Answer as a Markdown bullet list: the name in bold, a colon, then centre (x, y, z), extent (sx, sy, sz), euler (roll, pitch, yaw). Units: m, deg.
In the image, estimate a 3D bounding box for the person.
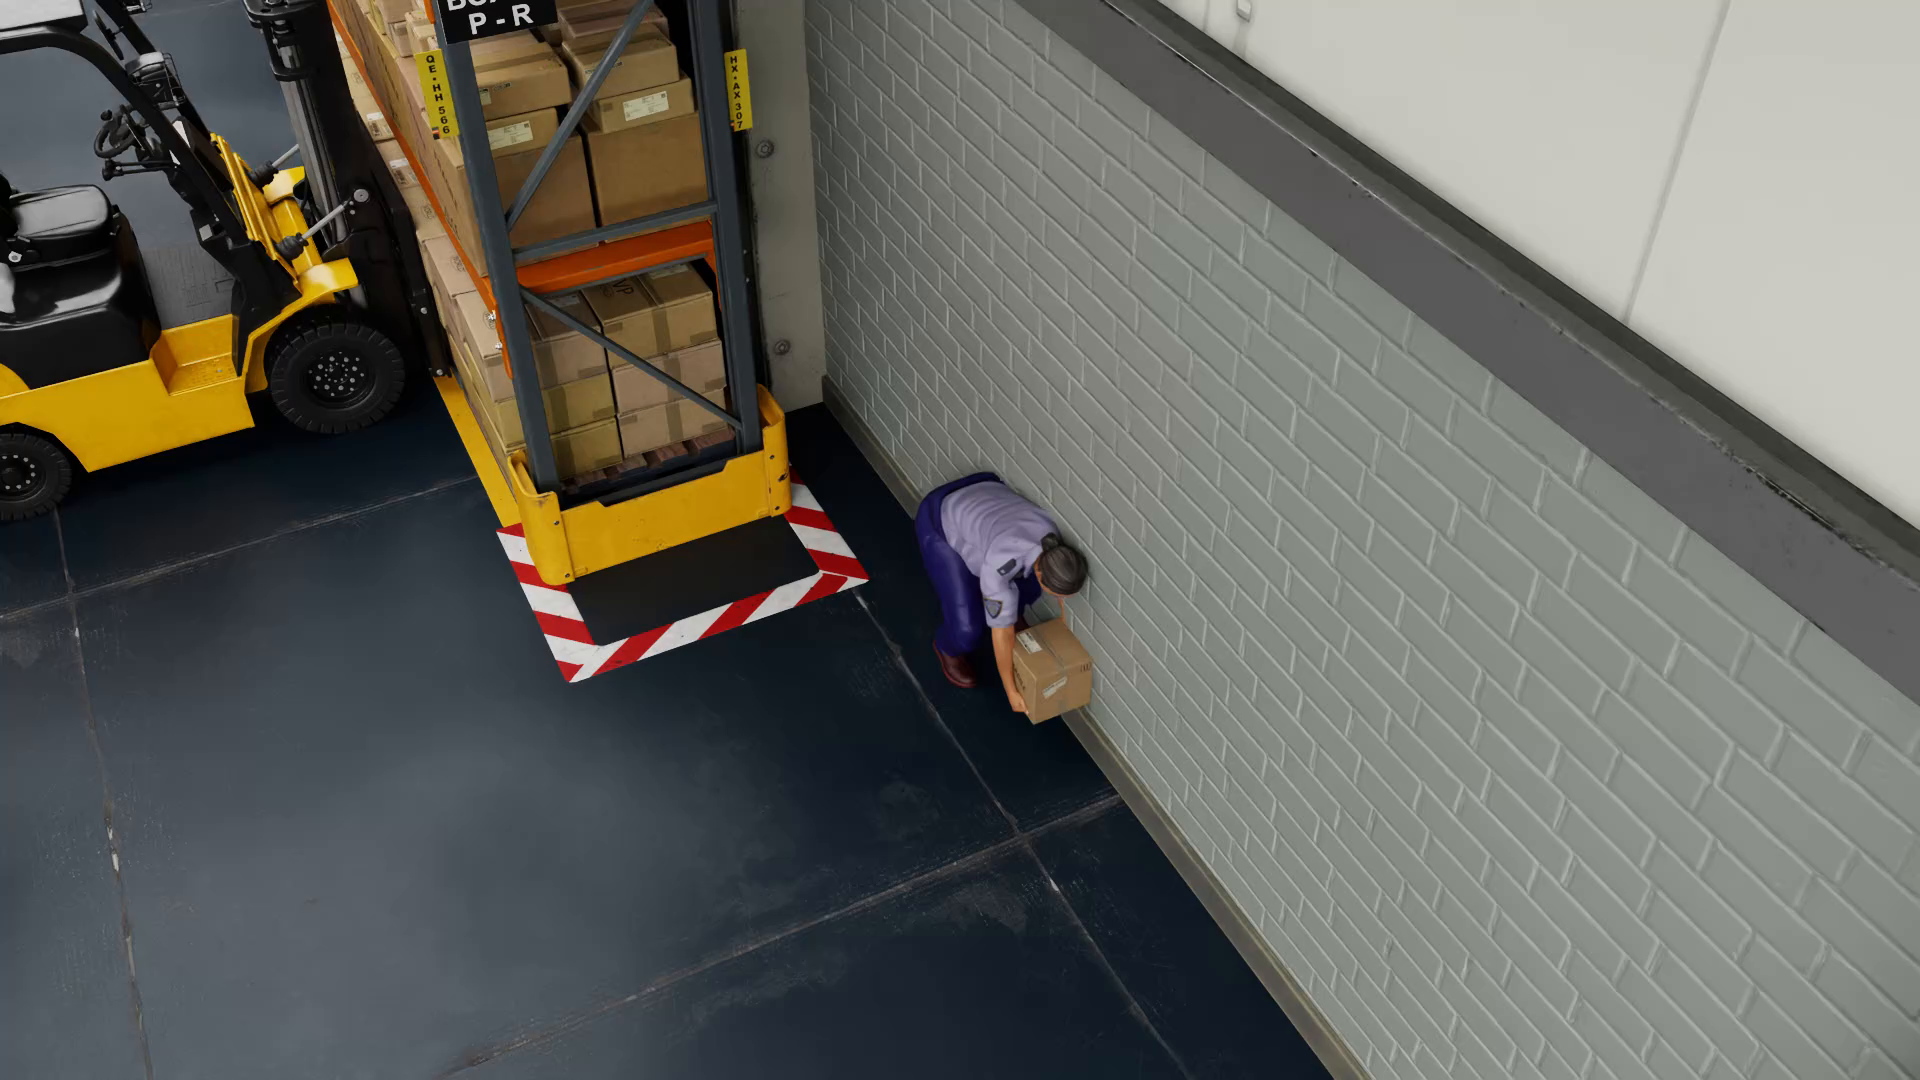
- **person**: centre (0.185, 0.198, 6.468), extent (0.531, 0.961, 0.885), euler (-21, 46, -22)
